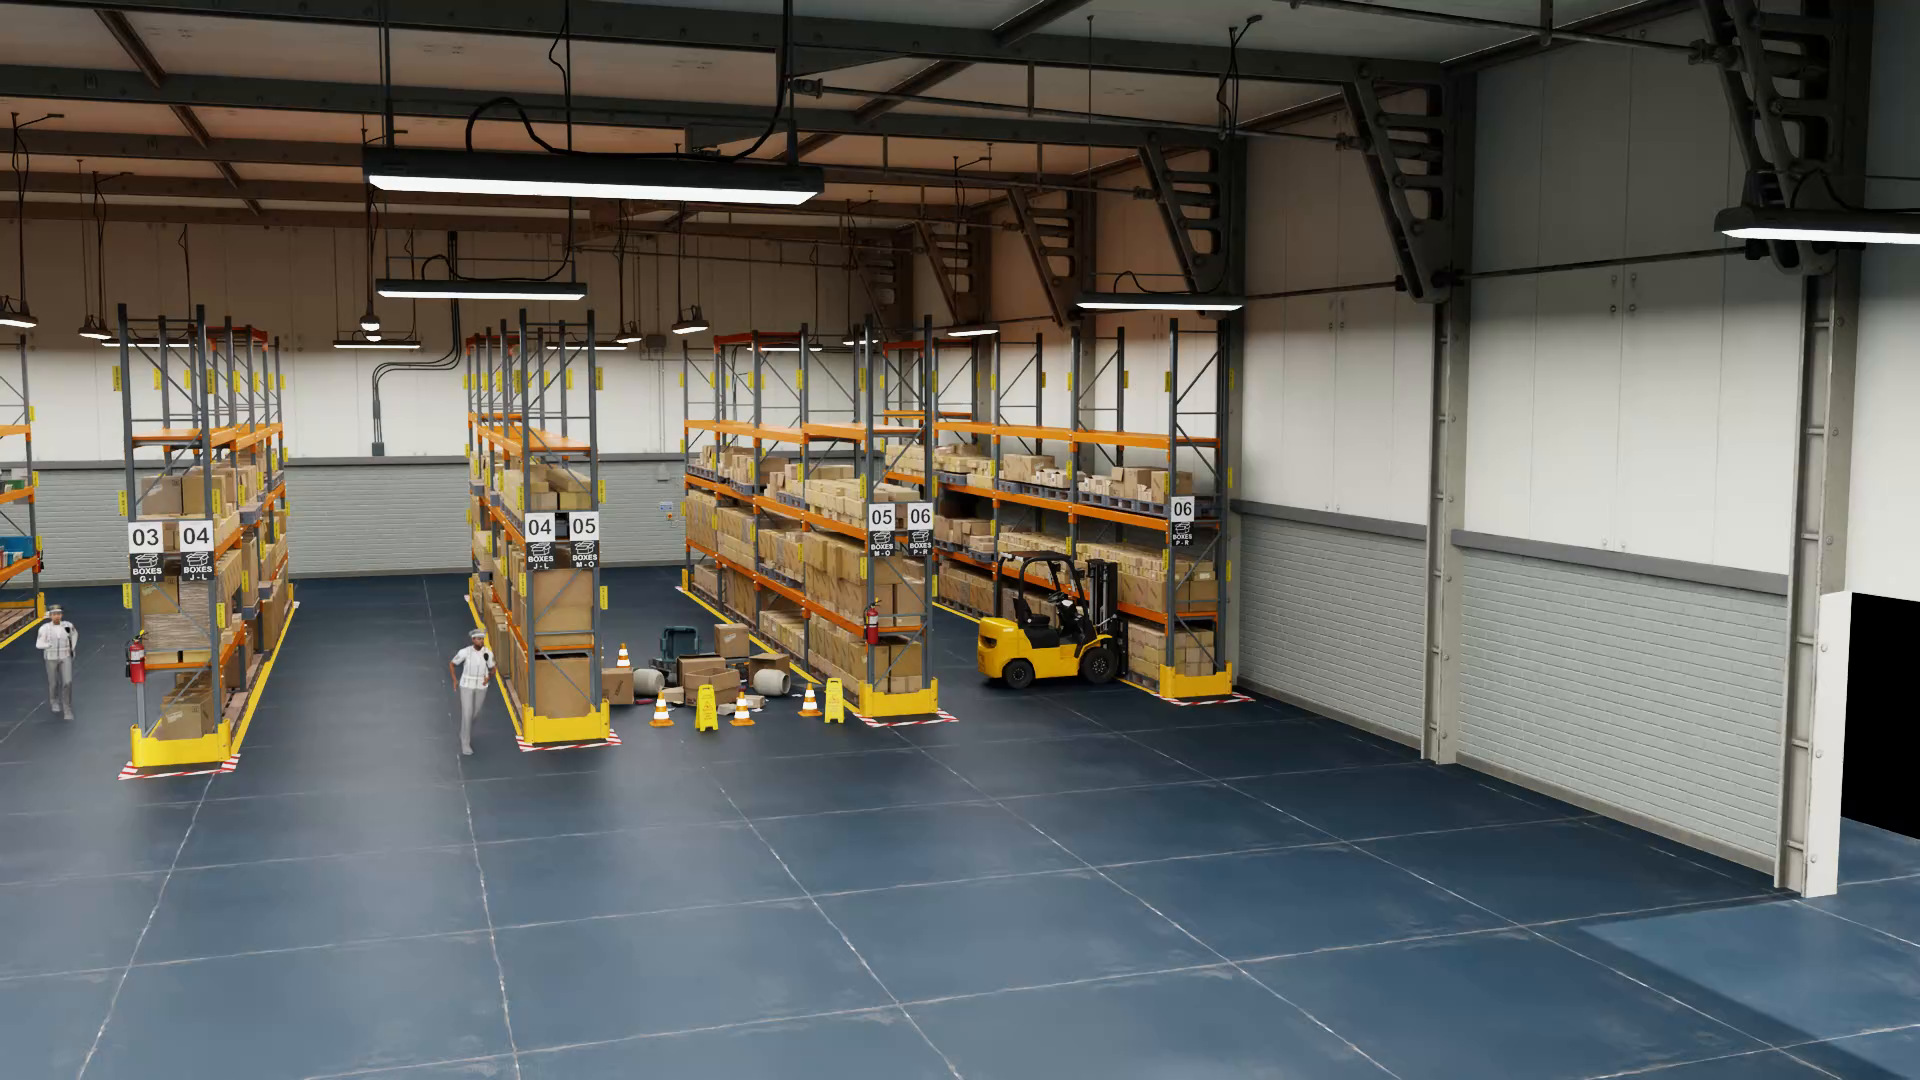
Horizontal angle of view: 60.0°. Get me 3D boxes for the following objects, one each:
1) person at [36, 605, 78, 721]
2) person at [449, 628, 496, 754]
[{"bbox_3d":[-13.454,1.811,24.811,0.557,1.737,0.816,-3,6,-30],"label":"person"},{"bbox_3d":[-6.659,2.035,22.788,0.611,1.679,0.808,-3,6,-29],"label":"person"}]
